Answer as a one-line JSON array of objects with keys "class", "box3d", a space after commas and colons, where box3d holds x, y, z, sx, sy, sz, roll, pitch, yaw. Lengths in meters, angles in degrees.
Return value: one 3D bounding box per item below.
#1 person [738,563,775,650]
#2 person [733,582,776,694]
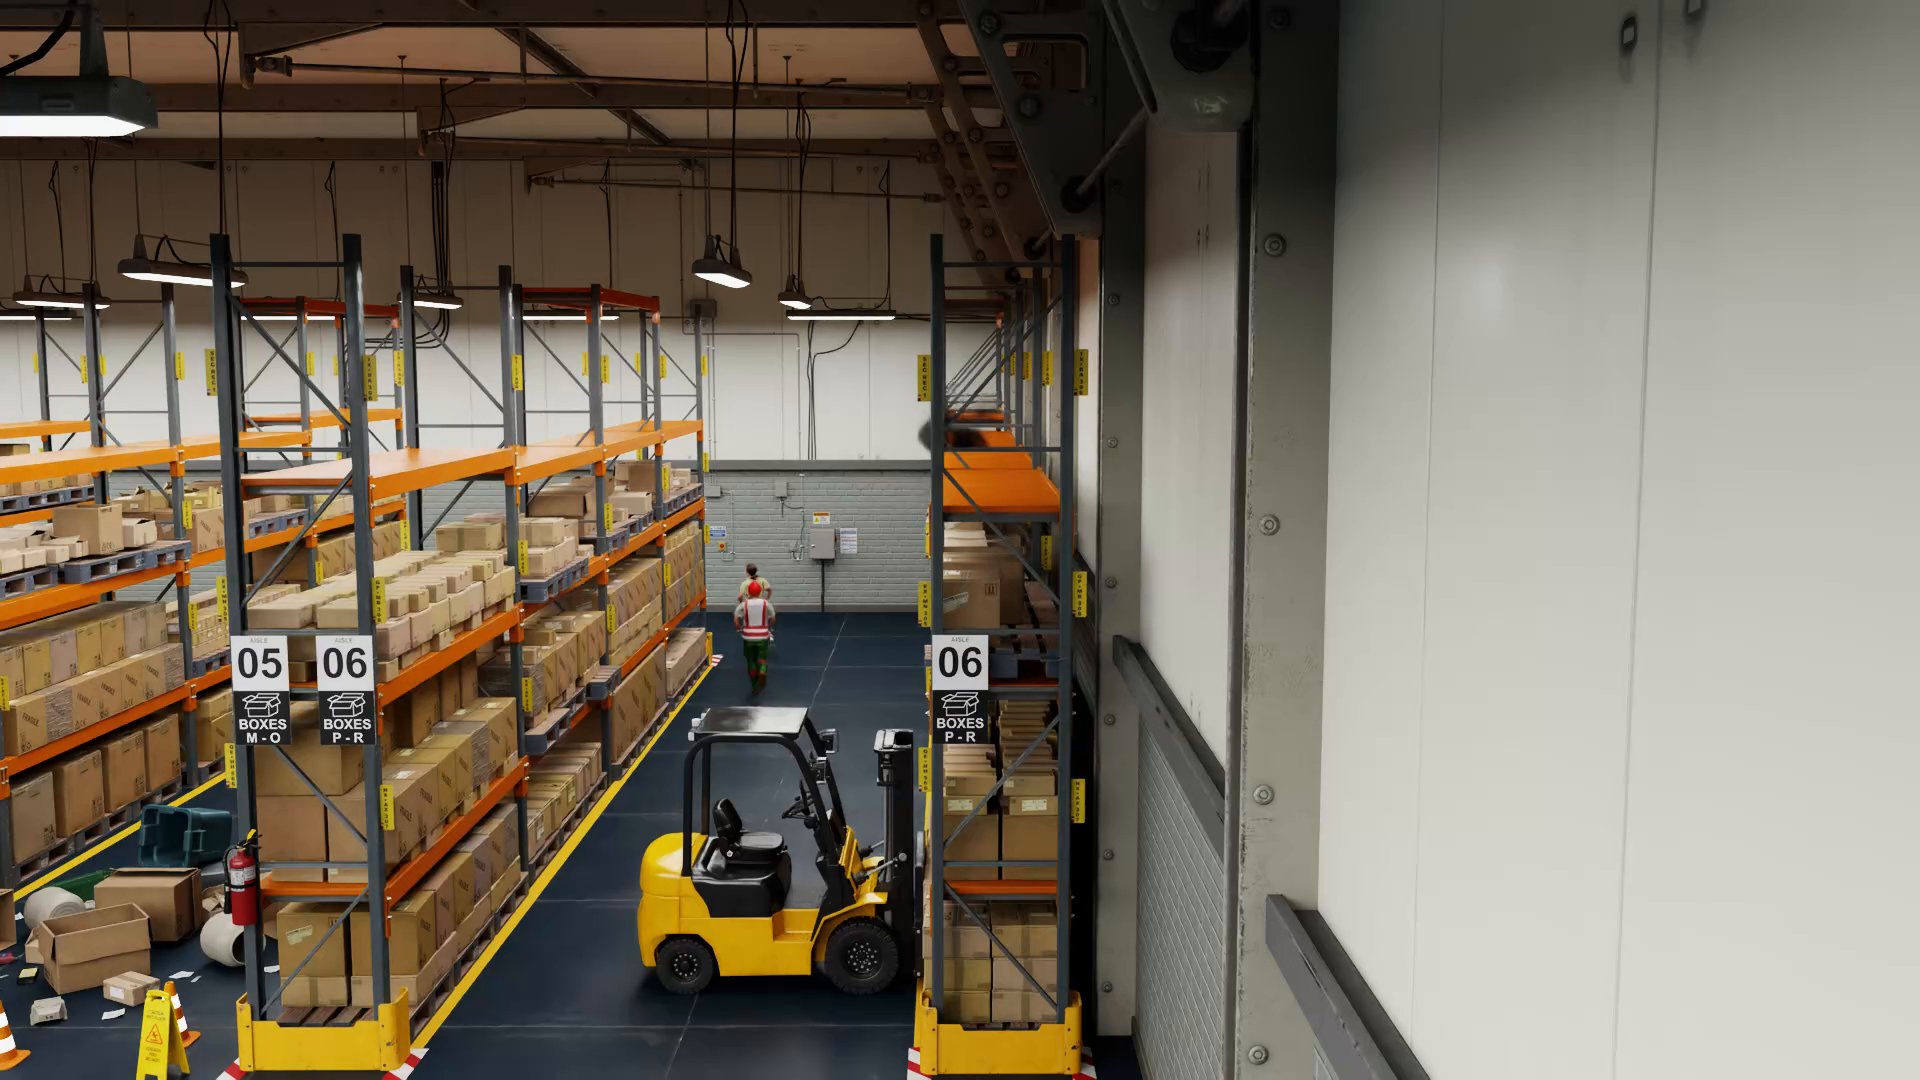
[{"class": "person", "box3d": [-3.547, 1.201, 28.703, 0.618, 1.618, 0.530, -4, 8, -35]}, {"class": "person", "box3d": [-3.131, 1.501, 25.362, 0.653, 1.749, 0.734, -1, 6, -9]}]
